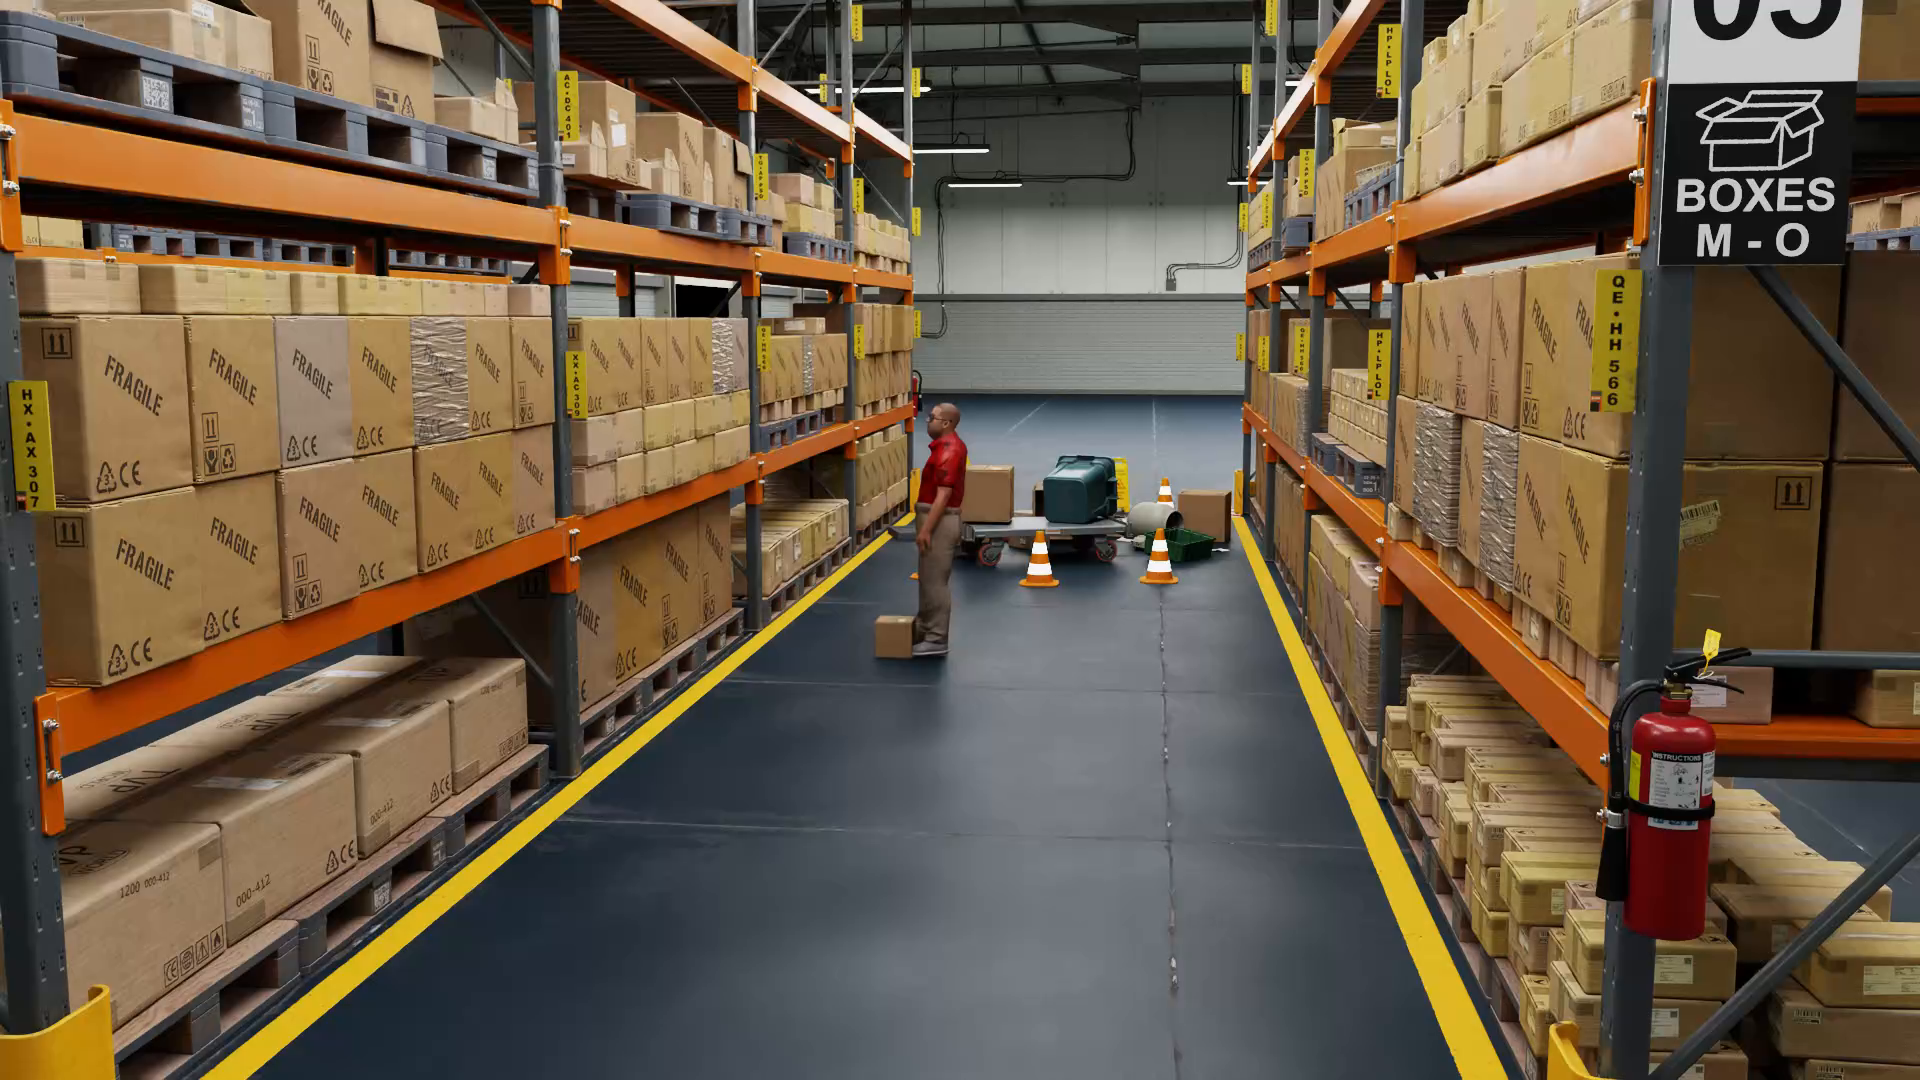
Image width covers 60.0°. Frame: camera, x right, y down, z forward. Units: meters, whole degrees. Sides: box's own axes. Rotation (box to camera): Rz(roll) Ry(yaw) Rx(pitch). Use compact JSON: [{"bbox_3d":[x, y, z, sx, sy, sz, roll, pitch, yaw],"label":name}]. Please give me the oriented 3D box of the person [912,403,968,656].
[{"bbox_3d":[-0.236,-0.074,11.349,0.551,1.727,0.635,1,8,6],"label":"person"}]
